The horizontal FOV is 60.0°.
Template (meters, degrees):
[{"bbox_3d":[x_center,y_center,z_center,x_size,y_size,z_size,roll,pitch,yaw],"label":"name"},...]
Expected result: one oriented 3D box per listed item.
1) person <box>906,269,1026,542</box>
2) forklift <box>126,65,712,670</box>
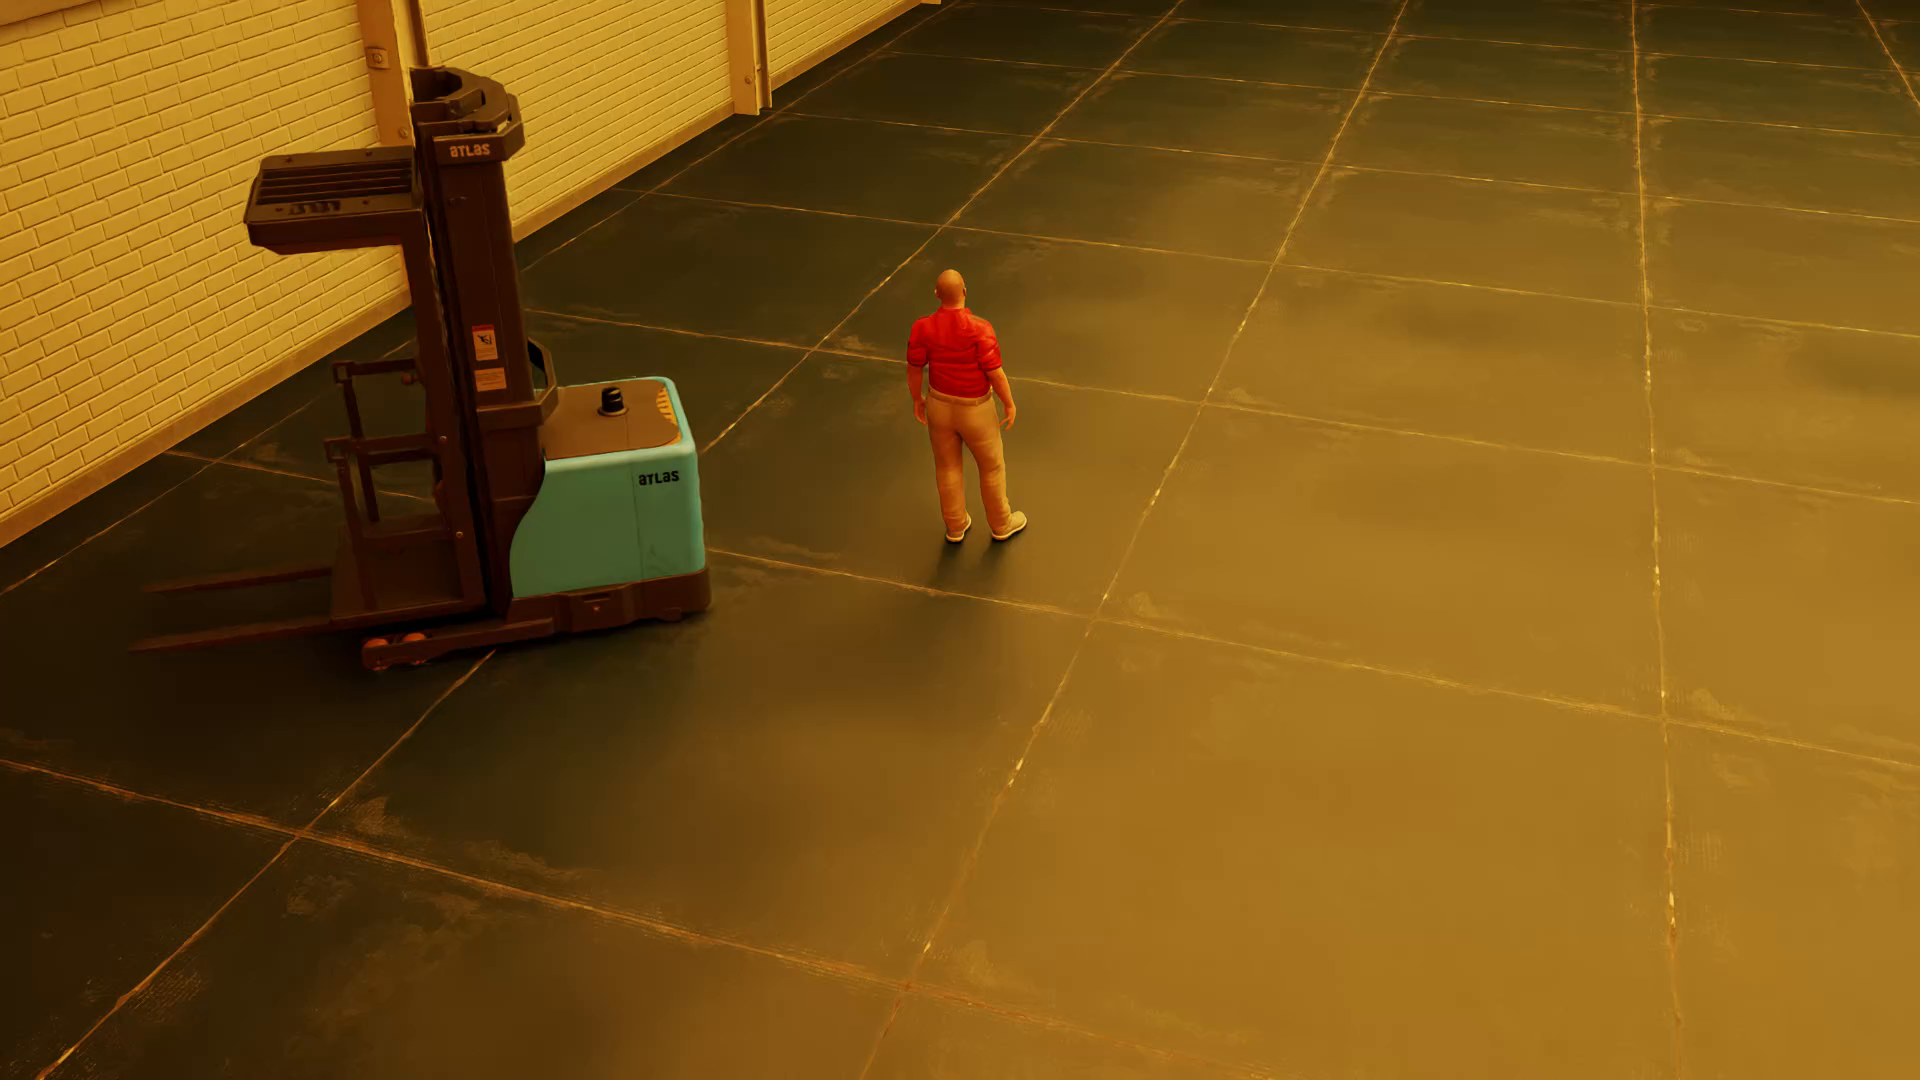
[{"bbox_3d":[0.041,-0.797,9.735,0.640,1.727,0.551,10,31,16],"label":"person"},{"bbox_3d":[-2.971,-0.870,8.663,3.031,2.935,1.130,-8,31,-14],"label":"forklift"}]
